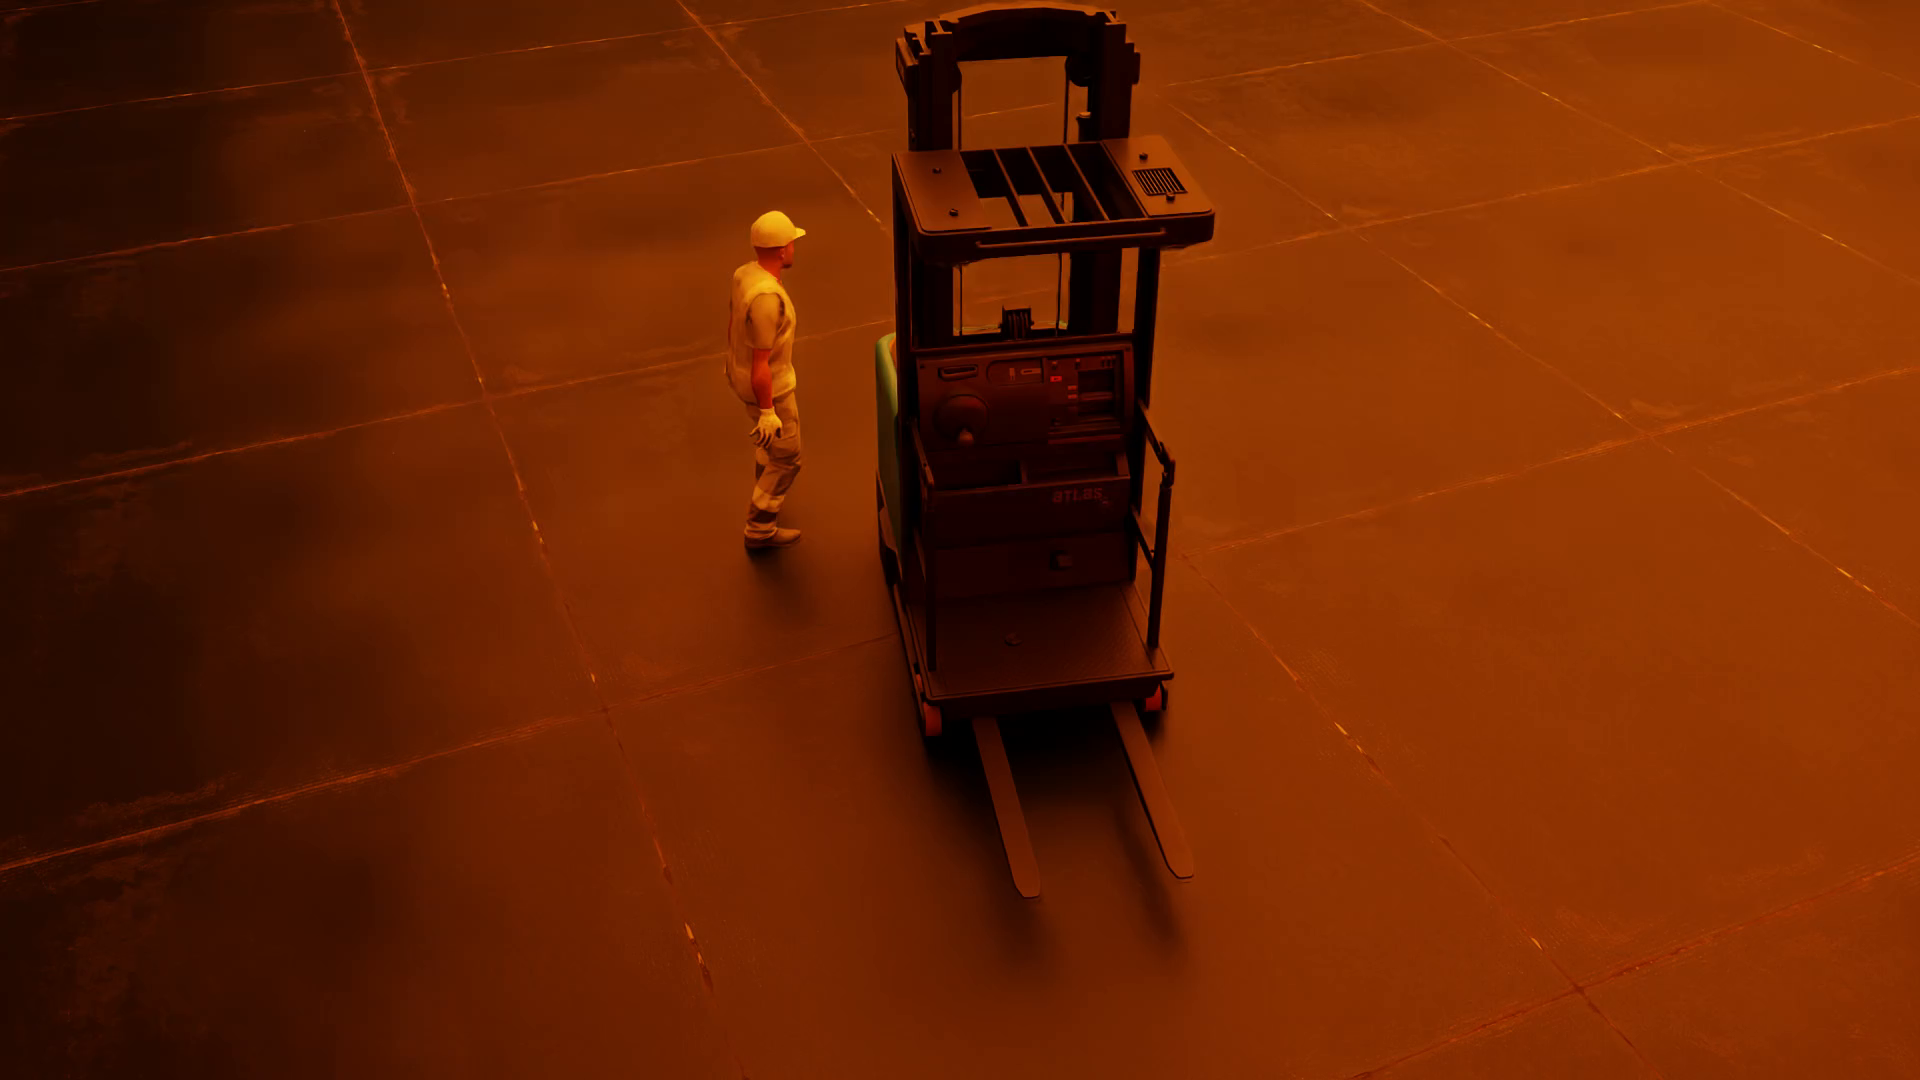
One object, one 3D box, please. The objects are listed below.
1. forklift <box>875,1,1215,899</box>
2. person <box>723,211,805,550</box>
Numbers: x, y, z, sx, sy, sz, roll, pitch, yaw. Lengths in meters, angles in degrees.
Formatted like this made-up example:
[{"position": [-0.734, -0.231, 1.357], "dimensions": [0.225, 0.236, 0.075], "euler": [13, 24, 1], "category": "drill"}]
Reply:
[{"position": [0.319, -0.546, 6.867], "dimensions": [1.130, 2.935, 3.031], "euler": [-6, 36, -8], "category": "forklift"}, {"position": [-0.932, -0.784, 8.235], "dimensions": [0.450, 1.749, 0.876], "euler": [-10, 37, -14], "category": "person"}]
